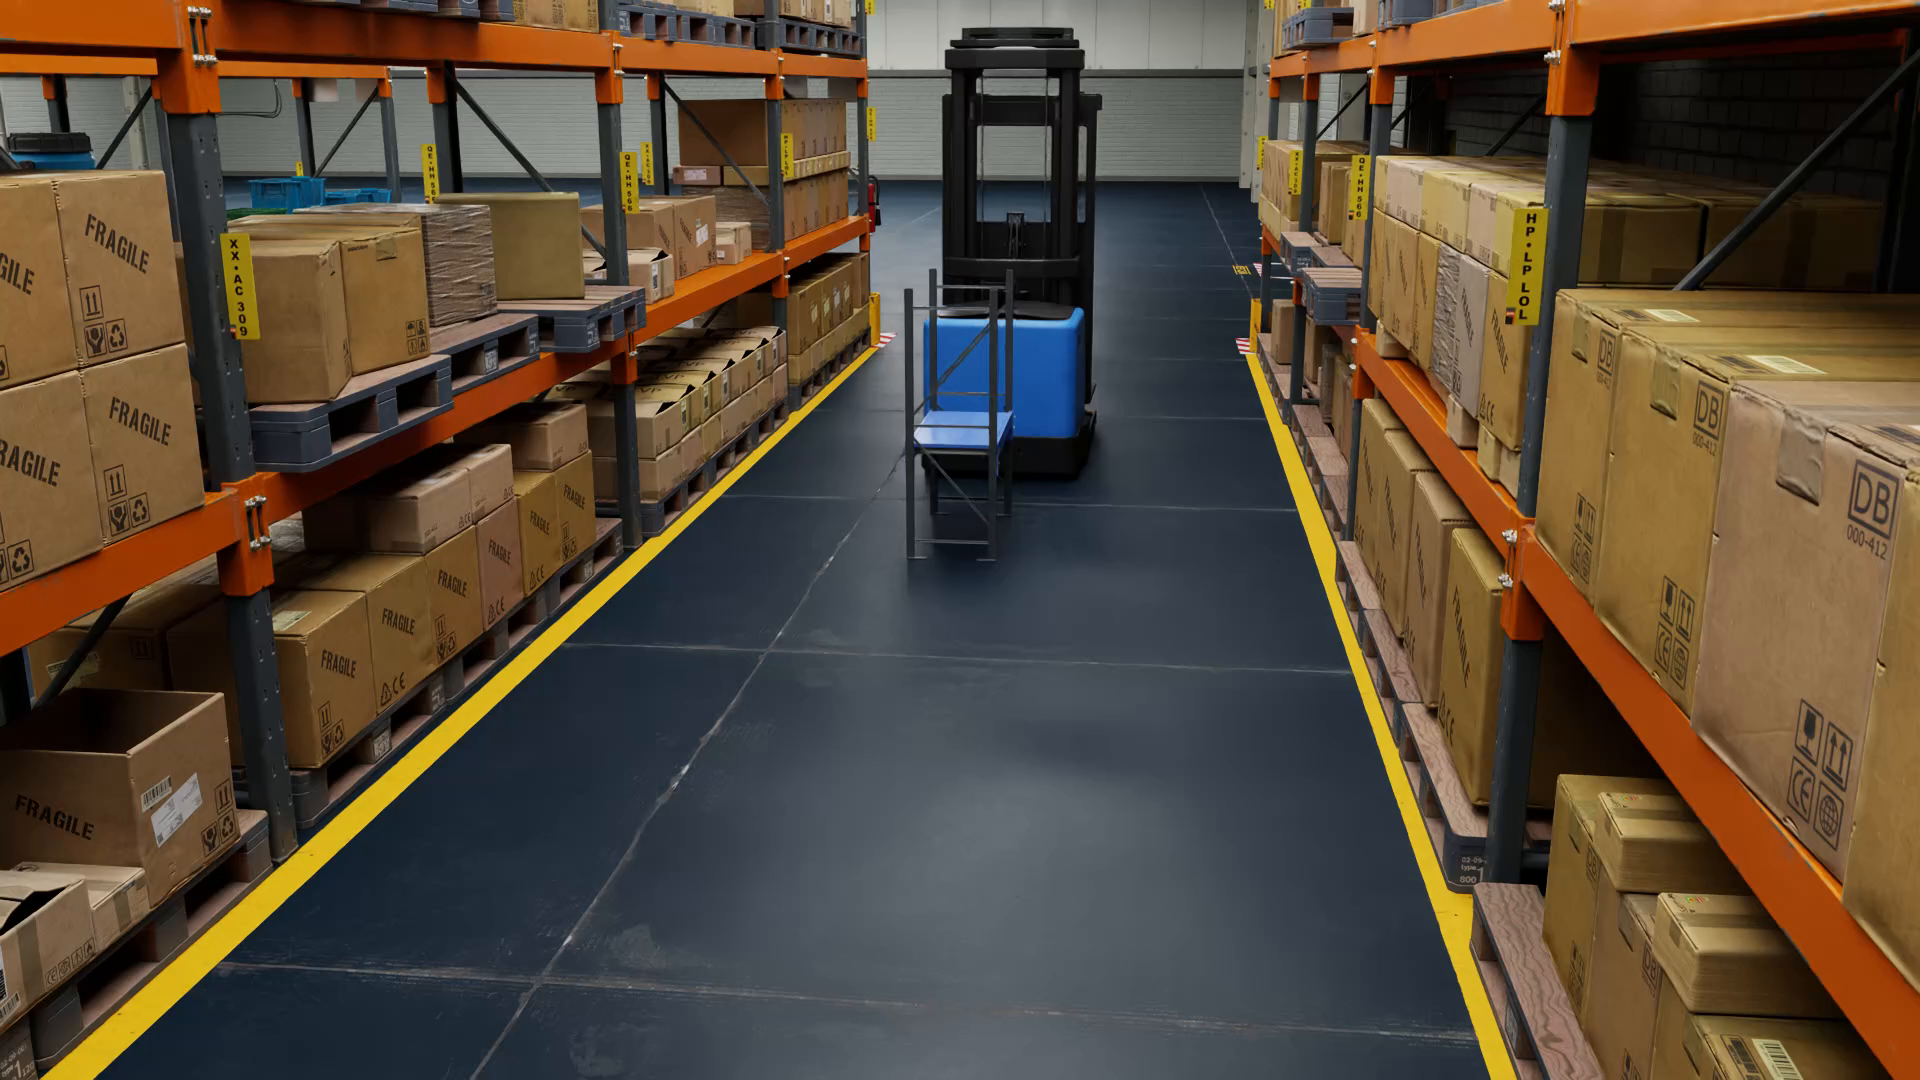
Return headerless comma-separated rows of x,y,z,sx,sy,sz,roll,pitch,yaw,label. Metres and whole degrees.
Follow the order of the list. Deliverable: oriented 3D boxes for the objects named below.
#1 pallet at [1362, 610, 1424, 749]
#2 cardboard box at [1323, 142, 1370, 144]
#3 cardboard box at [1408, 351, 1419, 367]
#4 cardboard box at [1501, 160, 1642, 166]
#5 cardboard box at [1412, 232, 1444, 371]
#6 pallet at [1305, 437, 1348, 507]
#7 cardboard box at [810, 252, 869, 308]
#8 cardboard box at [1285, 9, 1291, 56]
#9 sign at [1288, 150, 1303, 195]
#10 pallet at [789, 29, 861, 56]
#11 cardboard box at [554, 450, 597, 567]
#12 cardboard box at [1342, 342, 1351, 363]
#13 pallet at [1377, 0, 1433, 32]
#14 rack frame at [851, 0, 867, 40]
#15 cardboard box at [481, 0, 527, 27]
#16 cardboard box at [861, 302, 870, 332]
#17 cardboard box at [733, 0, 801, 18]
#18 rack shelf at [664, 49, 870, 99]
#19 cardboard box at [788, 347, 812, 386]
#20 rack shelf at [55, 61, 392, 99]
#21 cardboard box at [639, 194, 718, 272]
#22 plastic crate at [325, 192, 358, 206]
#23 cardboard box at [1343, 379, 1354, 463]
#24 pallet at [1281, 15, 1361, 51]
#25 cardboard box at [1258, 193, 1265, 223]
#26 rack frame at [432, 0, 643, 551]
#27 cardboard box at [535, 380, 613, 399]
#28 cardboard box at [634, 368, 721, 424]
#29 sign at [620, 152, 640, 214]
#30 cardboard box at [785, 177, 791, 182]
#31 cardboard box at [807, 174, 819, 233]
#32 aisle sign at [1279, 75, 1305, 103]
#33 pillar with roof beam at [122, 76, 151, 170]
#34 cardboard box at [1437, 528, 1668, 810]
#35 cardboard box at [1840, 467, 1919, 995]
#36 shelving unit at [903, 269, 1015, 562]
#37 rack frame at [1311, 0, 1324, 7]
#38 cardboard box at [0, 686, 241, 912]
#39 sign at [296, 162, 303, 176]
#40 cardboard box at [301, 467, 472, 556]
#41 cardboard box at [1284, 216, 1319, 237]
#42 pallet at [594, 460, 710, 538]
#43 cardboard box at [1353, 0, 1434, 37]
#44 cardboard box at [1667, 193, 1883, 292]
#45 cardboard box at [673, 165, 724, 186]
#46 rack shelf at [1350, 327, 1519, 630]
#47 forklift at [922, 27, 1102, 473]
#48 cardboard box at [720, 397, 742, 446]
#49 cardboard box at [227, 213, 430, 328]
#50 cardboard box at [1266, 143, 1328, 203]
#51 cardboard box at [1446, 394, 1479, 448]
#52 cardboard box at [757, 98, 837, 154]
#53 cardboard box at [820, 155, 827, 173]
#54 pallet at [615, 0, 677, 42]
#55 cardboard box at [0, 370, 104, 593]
2.292,0.590,7.076,1.003,0.211,1.213,2,15,6,pallet
3.590,-3.389,15.263,0.500,0.500,0.500,2,15,7,cardboard box
2.272,-0.883,7.626,0.380,0.149,0.250,2,15,6,cardboard box
2.740,-1.578,7.515,0.500,0.250,0.500,1,15,4,cardboard box
2.110,-0.958,6.657,0.500,0.500,0.500,2,15,8,cardboard box
2.826,-0.446,10.907,1.003,0.211,1.213,2,15,6,pallet
-1.189,-2.583,16.496,0.500,0.500,0.500,2,15,6,cardboard box
3.022,-4.363,14.074,0.500,0.500,0.500,3,15,10,cardboard box
2.507,-2.743,12.403,0.100,0.325,0.005,2,15,6,sign
-1.529,-4.717,15.781,1.003,0.211,1.213,2,15,6,pallet
-2.199,-0.175,8.509,0.500,0.500,0.500,2,15,8,cardboard box
2.934,-1.373,11.504,0.500,0.250,0.500,1,15,5,cardboard box
2.576,-2.462,7.637,1.213,0.211,1.003,2,15,9,pallet
-1.424,-6.390,16.053,1.000,3.000,0.127,2,15,6,rack frame
-2.459,-2.534,7.349,0.910,0.500,0.500,2,15,6,cardboard box
-1.191,-2.221,16.594,0.500,0.250,0.500,2,15,6,cardboard box
-1.556,-4.346,12.977,0.500,0.500,0.500,3,15,11,cardboard box
-1.650,-4.076,14.621,1.077,0.370,4.000,2,15,6,rack shelf
-1.522,-1.443,13.716,0.500,0.250,0.500,2,15,6,cardboard box
-6.571,-4.223,15.164,1.077,0.370,4.000,2,15,6,rack shelf
-2.038,-2.169,11.747,0.500,0.500,0.500,3,15,10,cardboard box
-6.183,-3.262,16.264,0.499,0.251,0.408,2,15,6,plastic crate
2.827,-0.728,10.553,0.700,0.500,0.500,2,15,6,cardboard box
2.872,-3.512,11.516,1.213,0.211,1.003,2,15,6,pallet
3.128,-3.169,15.884,0.500,0.250,0.500,1,15,5,cardboard box
-2.327,-1.419,9.163,1.000,3.000,0.127,2,15,6,rack frame
-2.460,-0.843,10.422,0.500,0.311,0.500,1,15,5,cardboard box
-1.865,-0.961,10.858,0.500,0.311,0.500,1,15,5,cardboard box
-1.786,-1.926,8.972,0.100,0.325,0.005,2,15,6,sign
-1.597,-3.014,13.627,0.380,0.149,0.250,1,15,5,cardboard box
-1.661,-3.020,14.892,0.700,0.500,0.500,2,15,8,cardboard box
3.209,-4.631,16.063,0.394,0.787,0.004,2,15,6,aisle sign
-19.357,-14.620,46.489,9.100,9.000,0.400,2,15,6,pillar with roof beam
2.089,0.426,5.654,0.750,0.750,0.750,2,15,7,cardboard box
1.812,0.334,2.104,0.980,0.700,0.700,2,15,6,cardboard box
0.010,-0.746,9.548,0.538,1.500,1.048,2,15,6,shelving unit
3.047,-5.207,11.681,1.000,3.000,0.127,2,15,6,rack frame
-2.560,0.769,5.018,0.500,0.500,0.500,2,15,6,cardboard box
-6.891,-3.792,17.408,0.100,0.325,0.005,2,15,6,sign
-2.368,-0.127,6.894,0.500,0.250,0.500,2,15,6,cardboard box
2.800,-2.380,12.968,0.500,0.250,0.500,2,15,6,cardboard box
-2.195,-0.285,10.313,1.003,0.211,1.213,2,15,6,pallet
2.409,-2.883,8.965,0.500,0.311,0.500,2,15,6,cardboard box
2.455,-0.912,5.051,0.500,0.250,0.500,2,15,8,cardboard box
-2.057,-2.895,13.186,0.380,0.149,0.250,2,15,6,cardboard box
2.370,-0.408,6.803,1.077,0.370,4.000,2,15,6,rack shelf
0.450,-2.193,12.156,1.130,2.935,3.031,2,15,7,forklift
-1.809,-0.820,11.411,0.500,0.250,0.500,2,15,7,cardboard box
-2.640,-1.093,6.960,0.700,0.500,0.500,-2,15,-8,cardboard box
3.016,-3.271,14.827,0.500,0.500,0.500,1,15,4,cardboard box
1.952,-0.423,5.924,0.380,0.149,0.250,2,15,6,cardboard box
-1.549,-3.897,15.652,0.700,0.500,0.500,1,15,5,cardboard box
-1.422,-3.415,15.109,0.380,0.149,0.250,2,15,8,cardboard box
-2.339,-2.954,9.457,1.213,0.211,1.003,2,15,9,pallet
-2.636,-0.159,4.311,0.500,0.500,0.500,2,15,8,cardboard box
